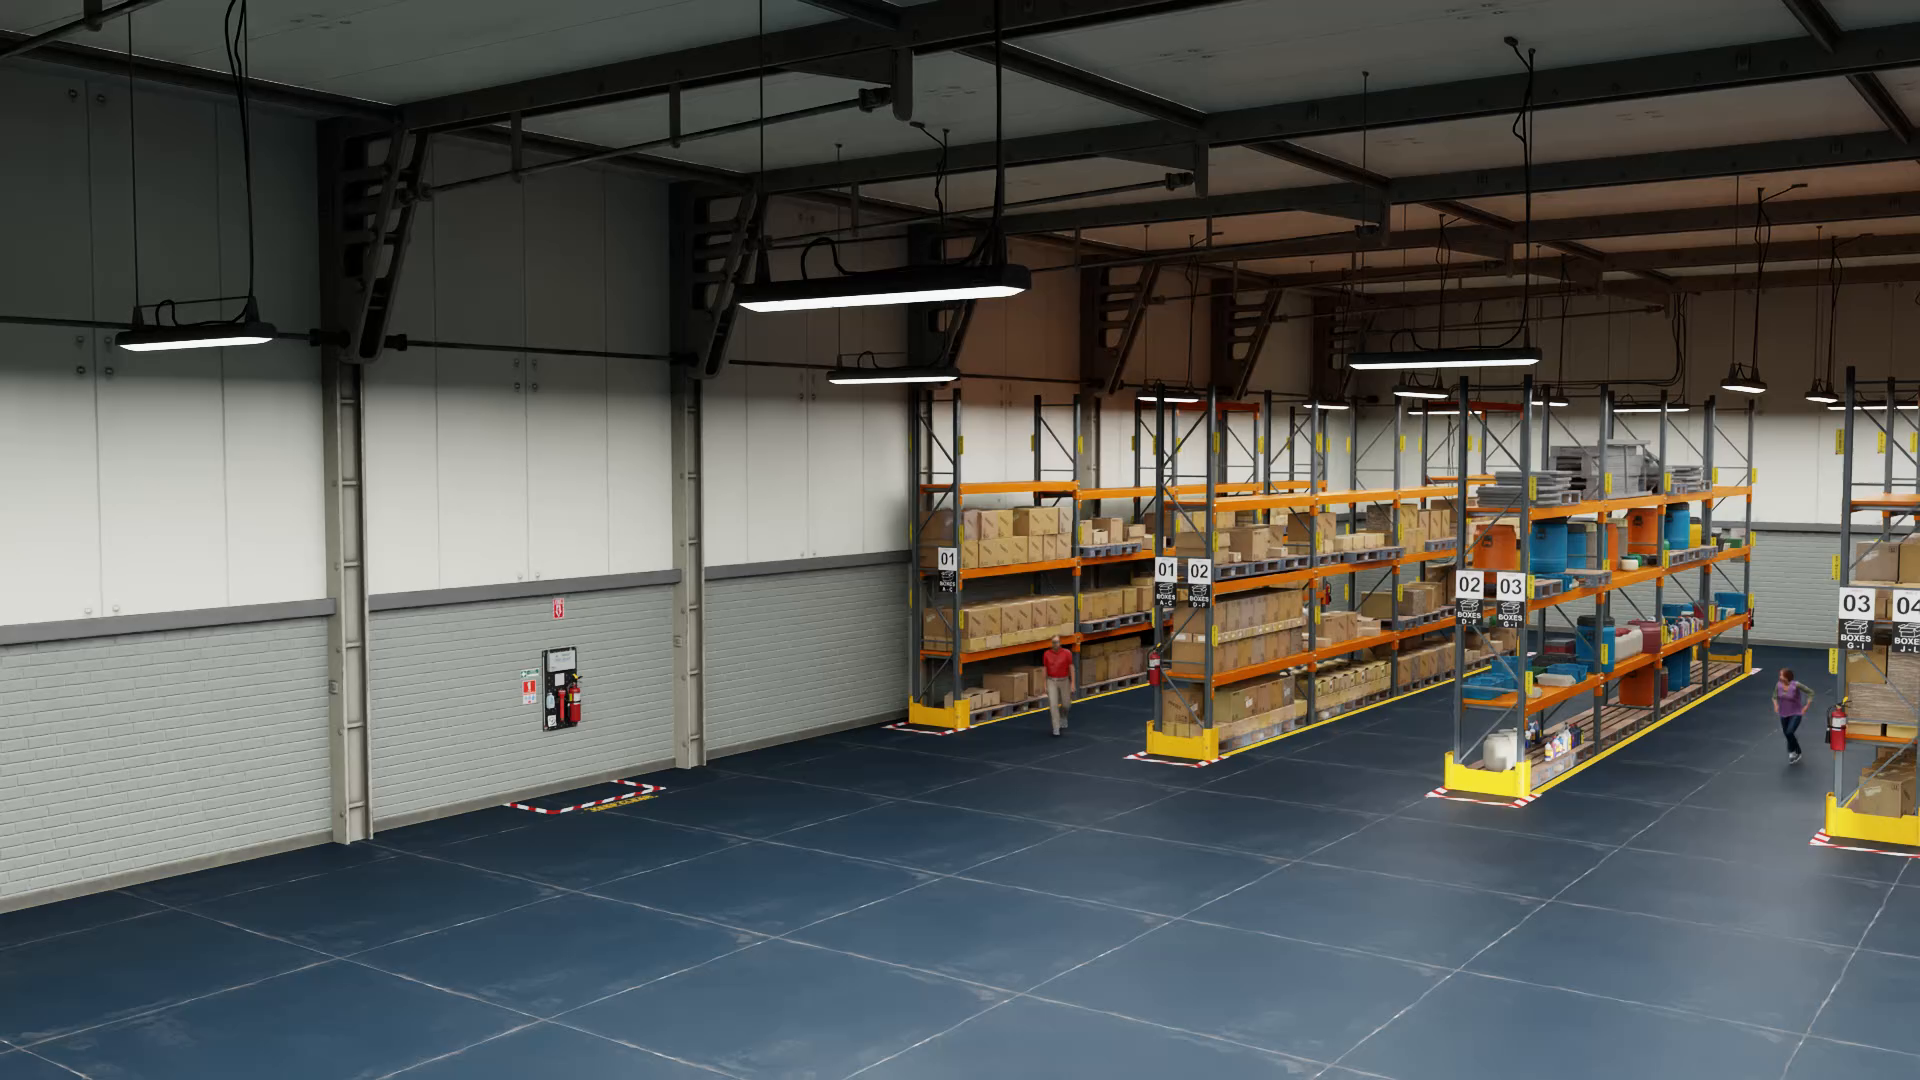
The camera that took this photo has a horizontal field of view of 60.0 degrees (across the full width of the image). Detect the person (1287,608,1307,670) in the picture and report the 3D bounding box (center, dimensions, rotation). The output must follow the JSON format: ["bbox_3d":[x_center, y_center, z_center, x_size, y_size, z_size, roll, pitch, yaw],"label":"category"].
[{"bbox_3d":[7.478,2.051,37.124,0.482,1.614,1.008,3,4,41],"label":"person"}]

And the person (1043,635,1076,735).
[{"bbox_3d":[1.726,2.494,28.940,0.571,1.702,0.809,0,3,4],"label":"person"}]

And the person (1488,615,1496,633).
[{"bbox_3d":[13.454,1.709,42.076,1.049,1.718,0.584,-2,4,-35],"label":"person"}]

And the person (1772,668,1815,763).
[{"bbox_3d":[13.048,2.743,26.026,0.786,1.514,0.595,-3,4,-44],"label":"person"}]
